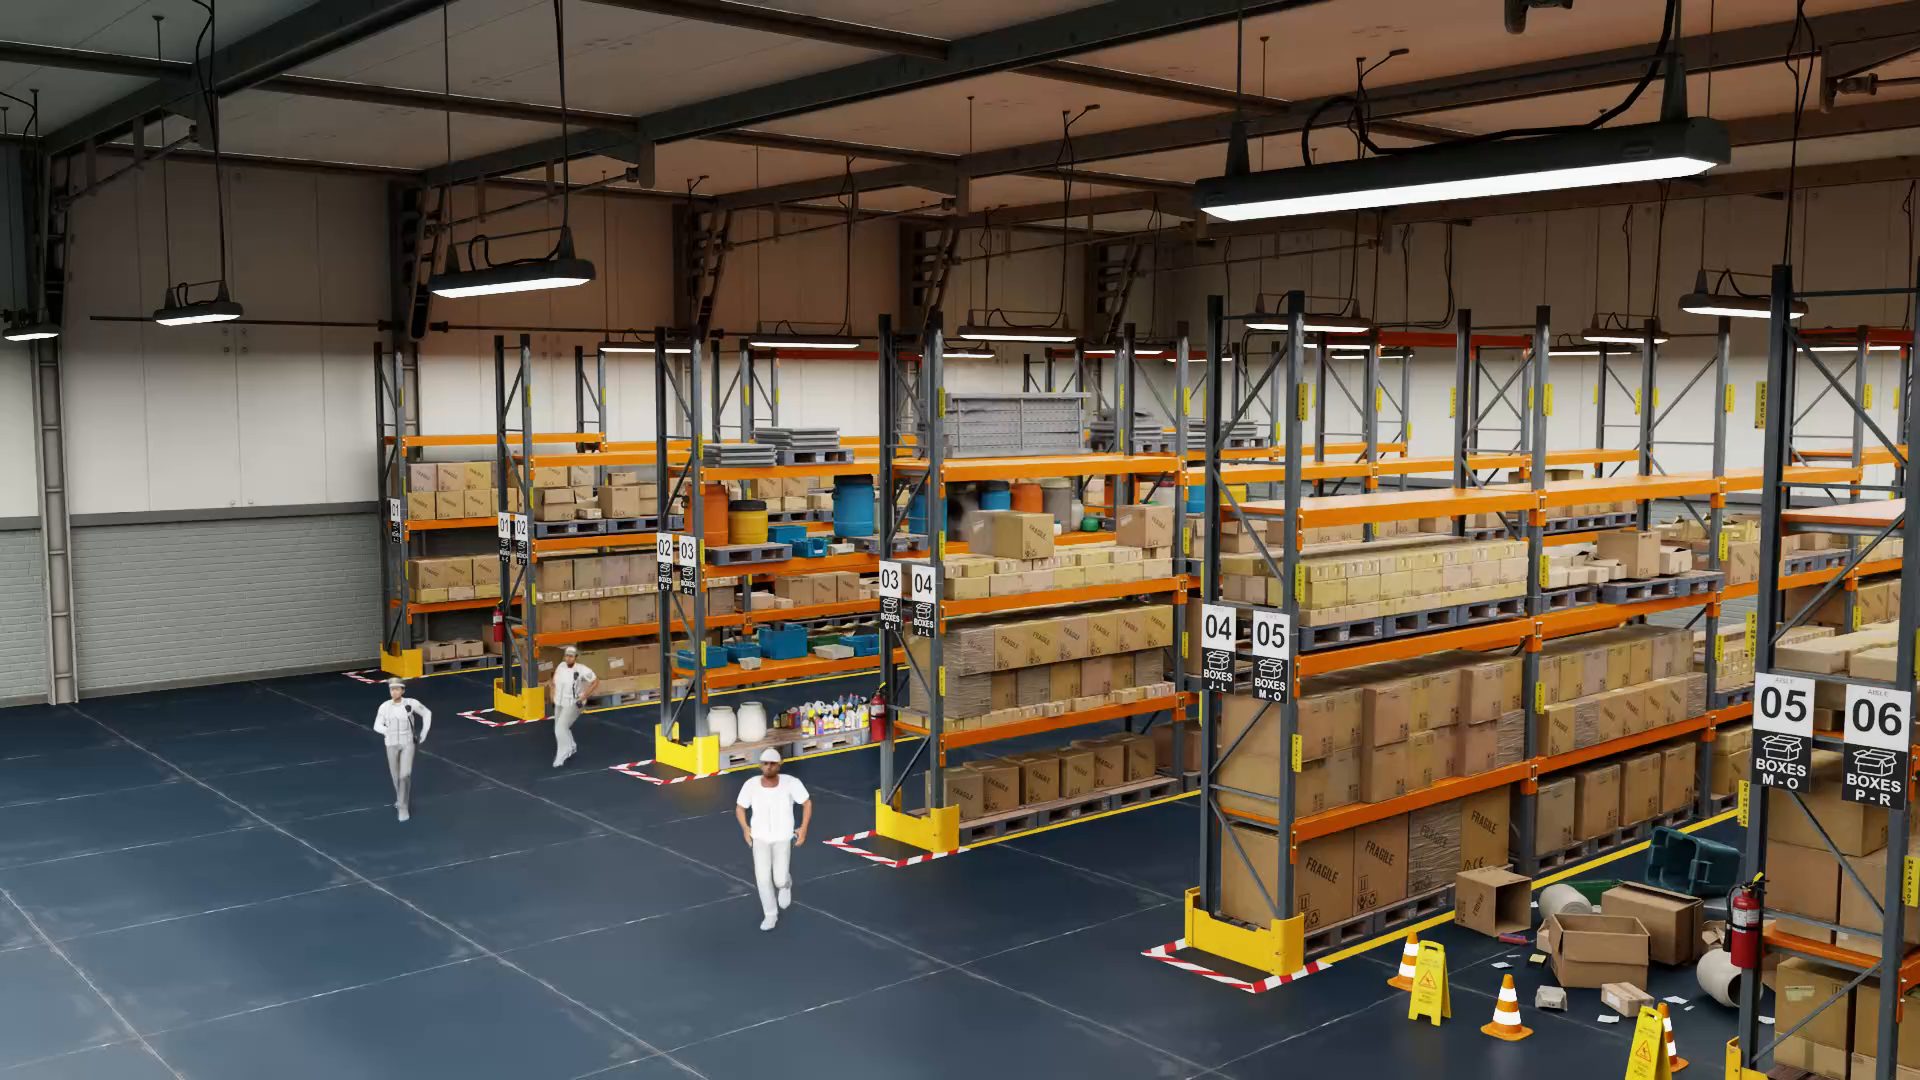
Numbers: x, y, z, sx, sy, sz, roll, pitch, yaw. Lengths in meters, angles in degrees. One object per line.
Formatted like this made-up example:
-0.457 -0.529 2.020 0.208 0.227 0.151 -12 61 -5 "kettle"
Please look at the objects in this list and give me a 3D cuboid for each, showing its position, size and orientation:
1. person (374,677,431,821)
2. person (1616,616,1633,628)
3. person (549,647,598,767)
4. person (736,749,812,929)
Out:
-6.772 2.511 20.155 0.601 1.728 0.733 -1 5 -6 "person"
10.413 1.933 25.921 0.671 1.821 0.751 4 7 40 "person"
-5.351 2.289 22.843 0.630 1.683 0.680 3 6 29 "person"
-1.802 2.853 16.066 0.732 1.722 0.609 0 5 0 "person"
